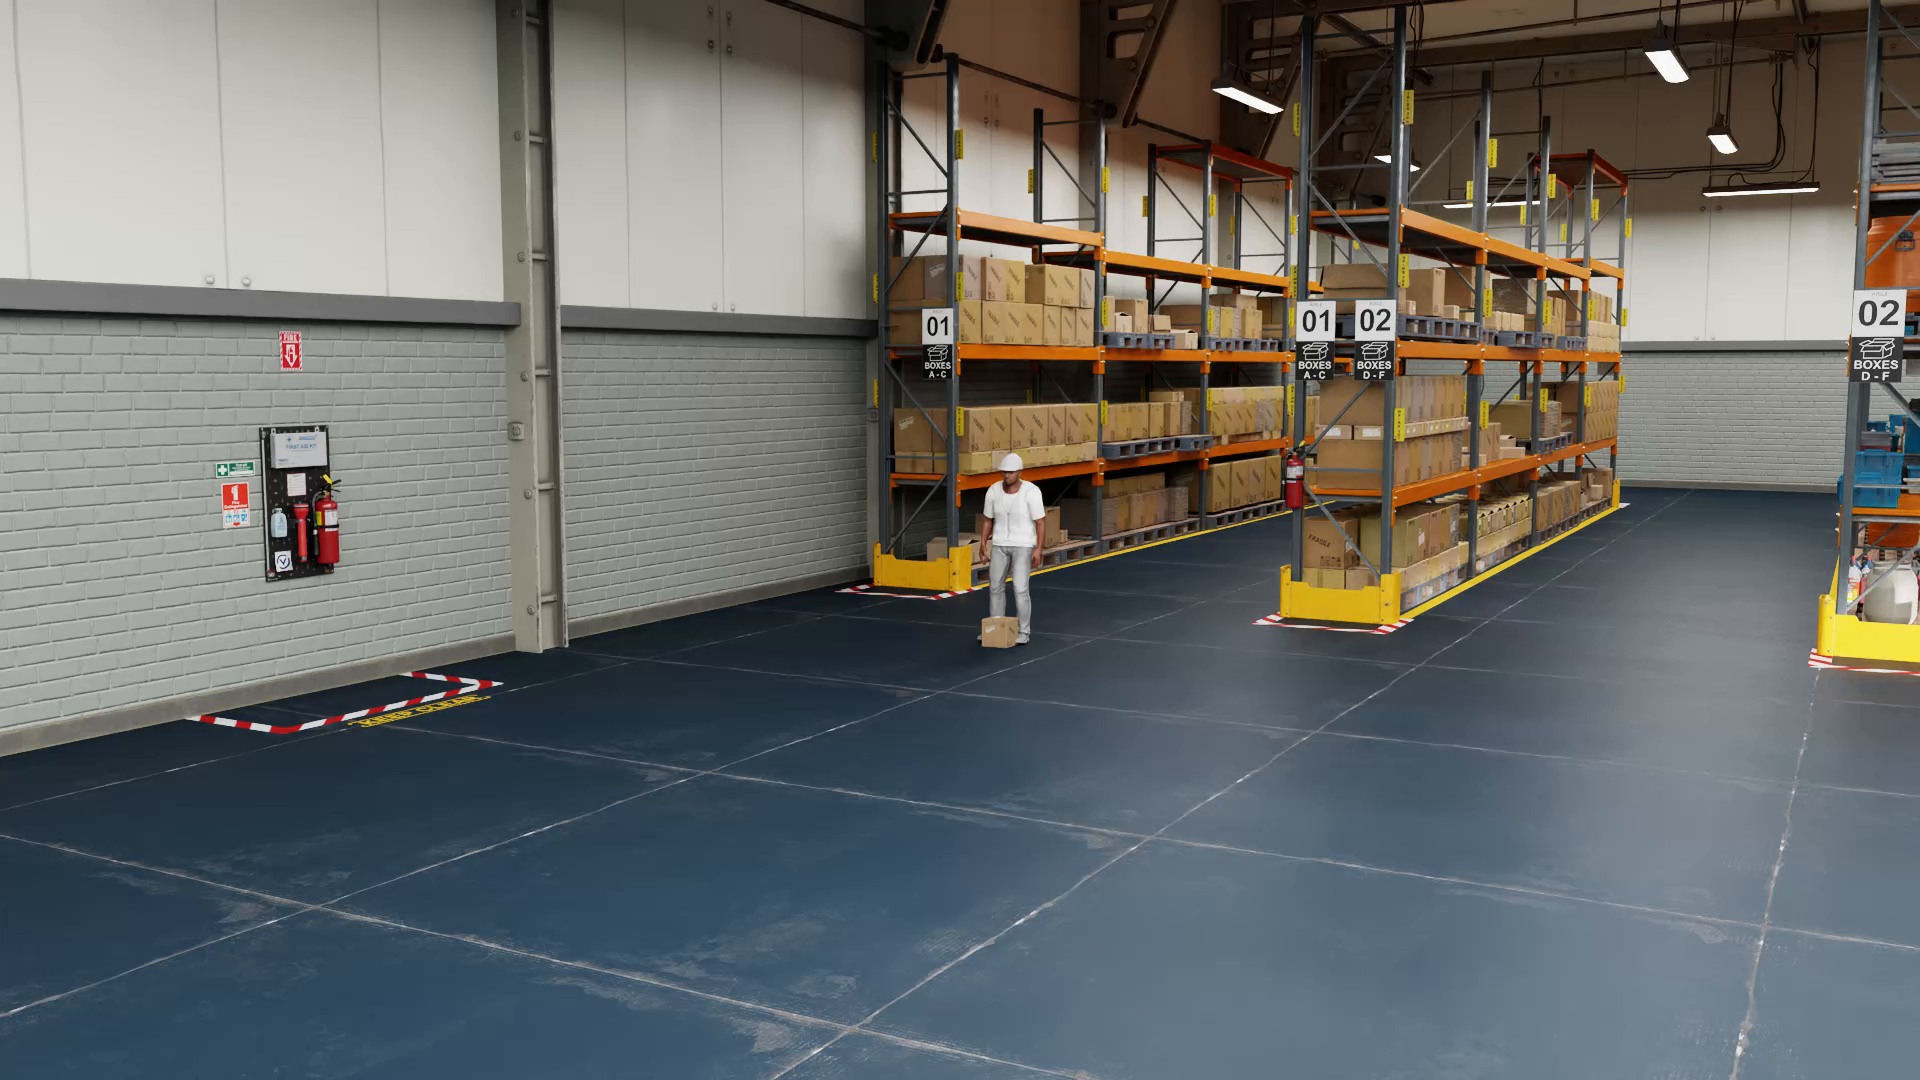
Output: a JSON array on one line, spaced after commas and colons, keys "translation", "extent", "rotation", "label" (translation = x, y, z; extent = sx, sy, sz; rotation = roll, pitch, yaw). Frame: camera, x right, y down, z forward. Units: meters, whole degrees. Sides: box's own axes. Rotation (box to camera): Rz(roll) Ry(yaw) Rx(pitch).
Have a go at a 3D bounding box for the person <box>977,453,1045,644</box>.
[{"translation": [0.473, 0.073, 15.355], "extent": [0.631, 1.759, 0.461], "rotation": [3, 7, 25], "label": "person"}]
